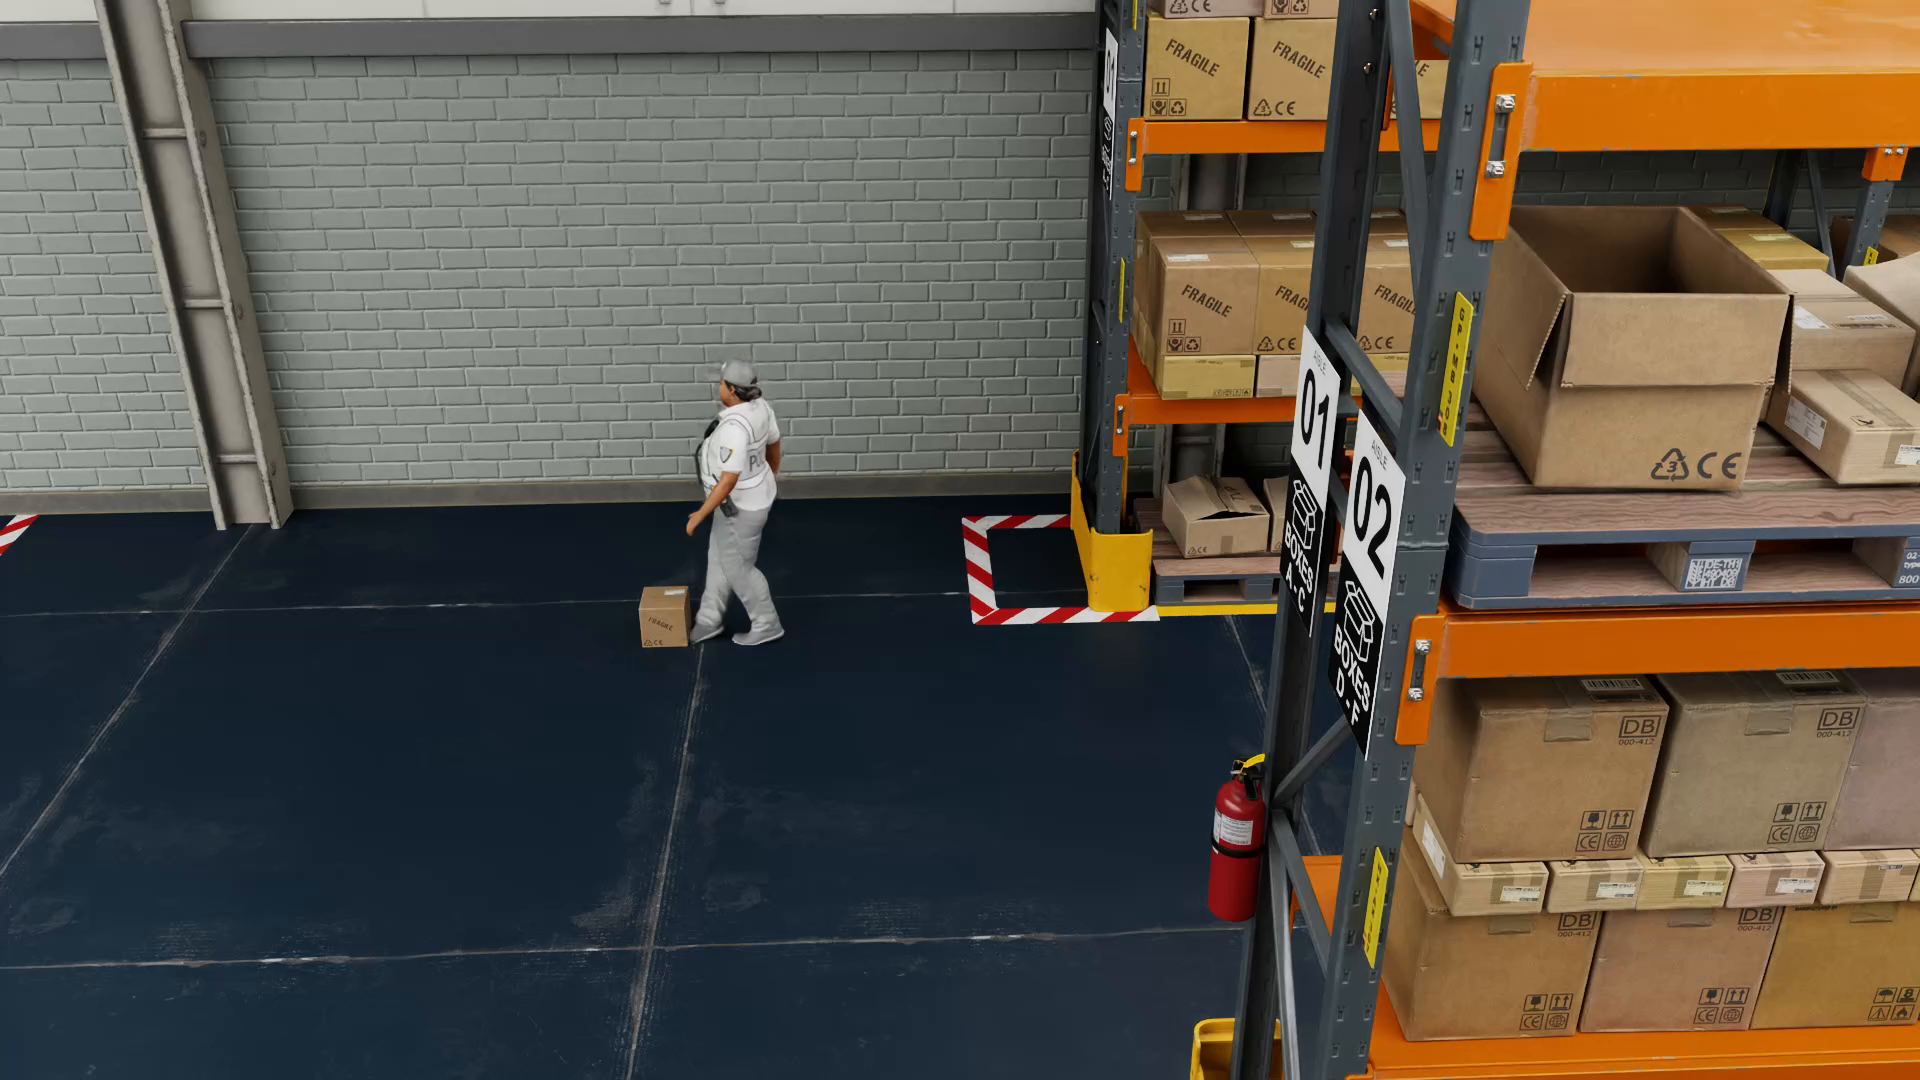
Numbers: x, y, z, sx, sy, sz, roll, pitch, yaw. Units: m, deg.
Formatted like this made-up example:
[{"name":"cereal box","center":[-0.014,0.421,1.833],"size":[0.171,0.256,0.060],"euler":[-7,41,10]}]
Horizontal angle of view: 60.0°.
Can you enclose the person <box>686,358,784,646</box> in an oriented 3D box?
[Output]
[{"name":"person","center":[-1.293,-0.180,9.026],"size":[0.606,1.699,0.636],"euler":[2,28,4]}]
